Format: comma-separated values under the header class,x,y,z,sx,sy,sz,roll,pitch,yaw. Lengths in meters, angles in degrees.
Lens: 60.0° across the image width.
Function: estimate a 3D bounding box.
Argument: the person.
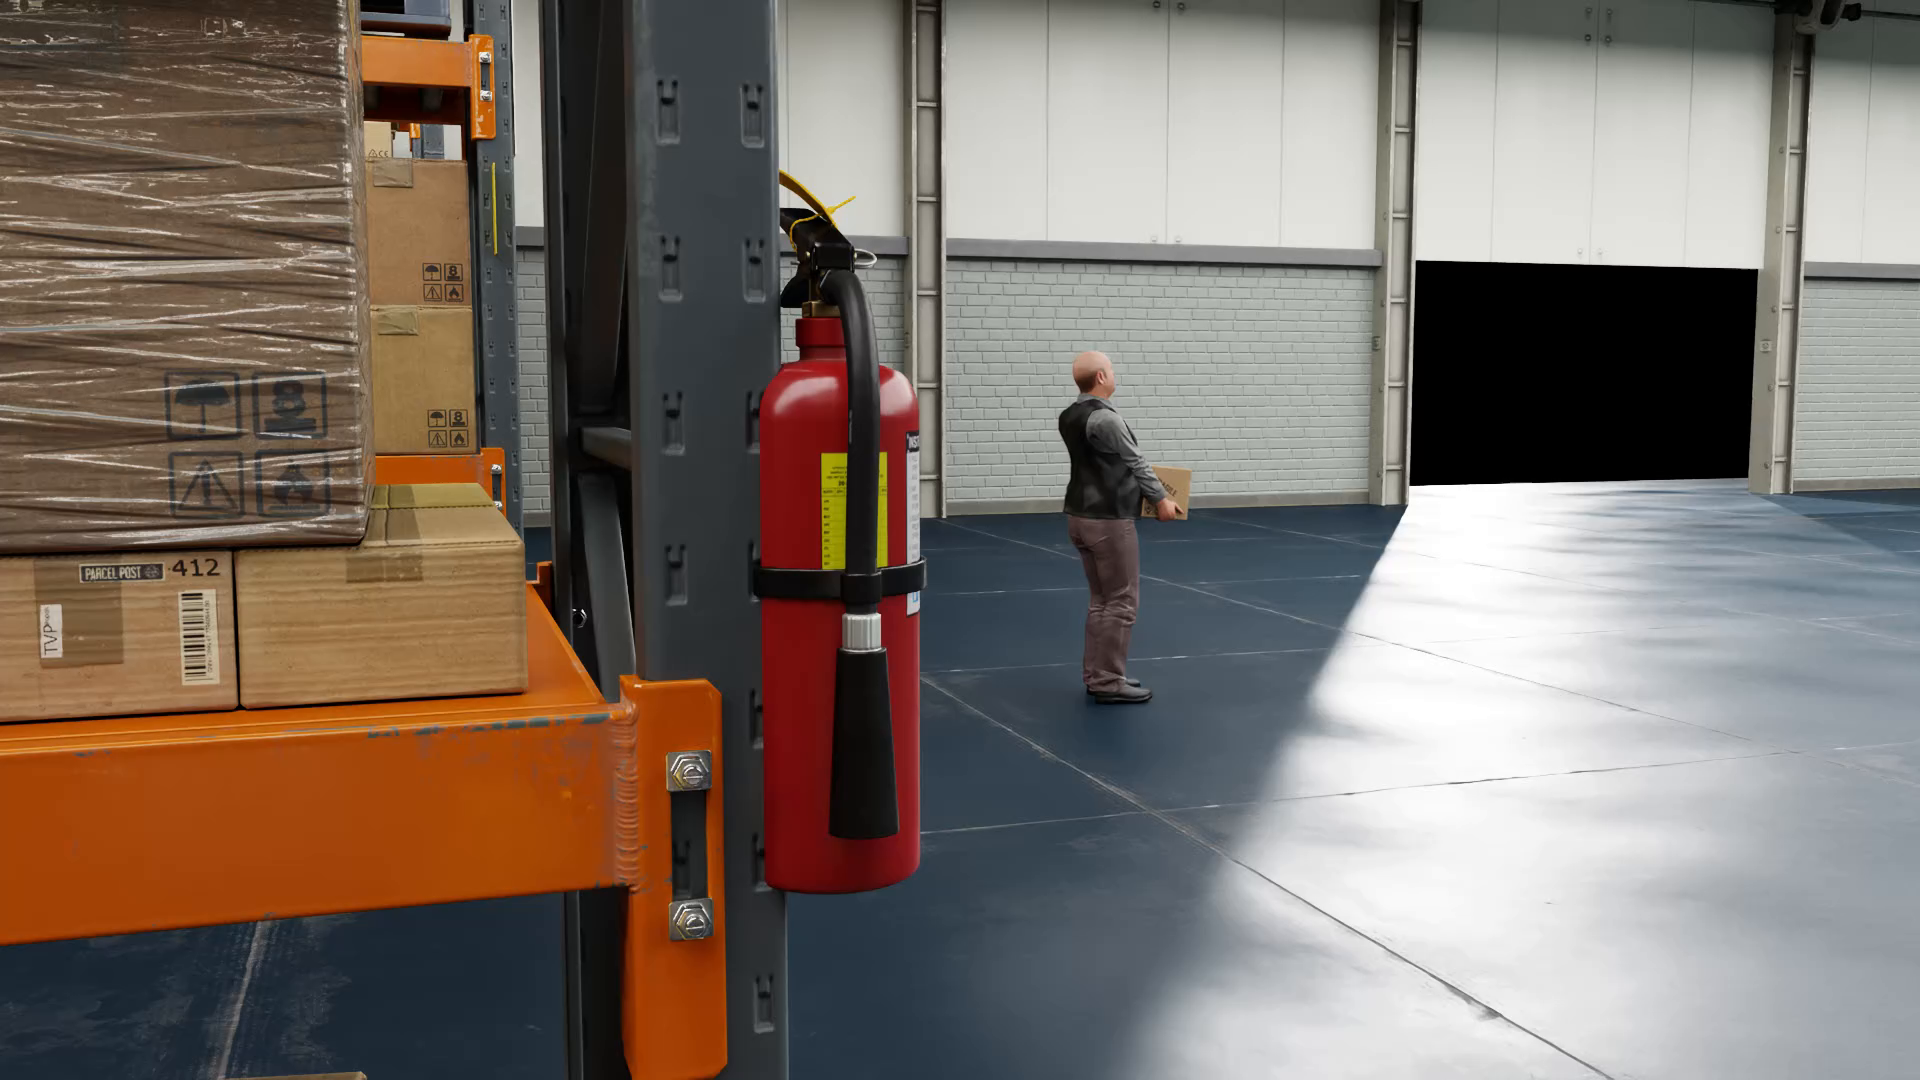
class,x,y,z,sx,sy,sz,roll,pitch,yaw
person,0.788,-0.073,8.220,0.551,1.712,0.494,-2,6,-19
